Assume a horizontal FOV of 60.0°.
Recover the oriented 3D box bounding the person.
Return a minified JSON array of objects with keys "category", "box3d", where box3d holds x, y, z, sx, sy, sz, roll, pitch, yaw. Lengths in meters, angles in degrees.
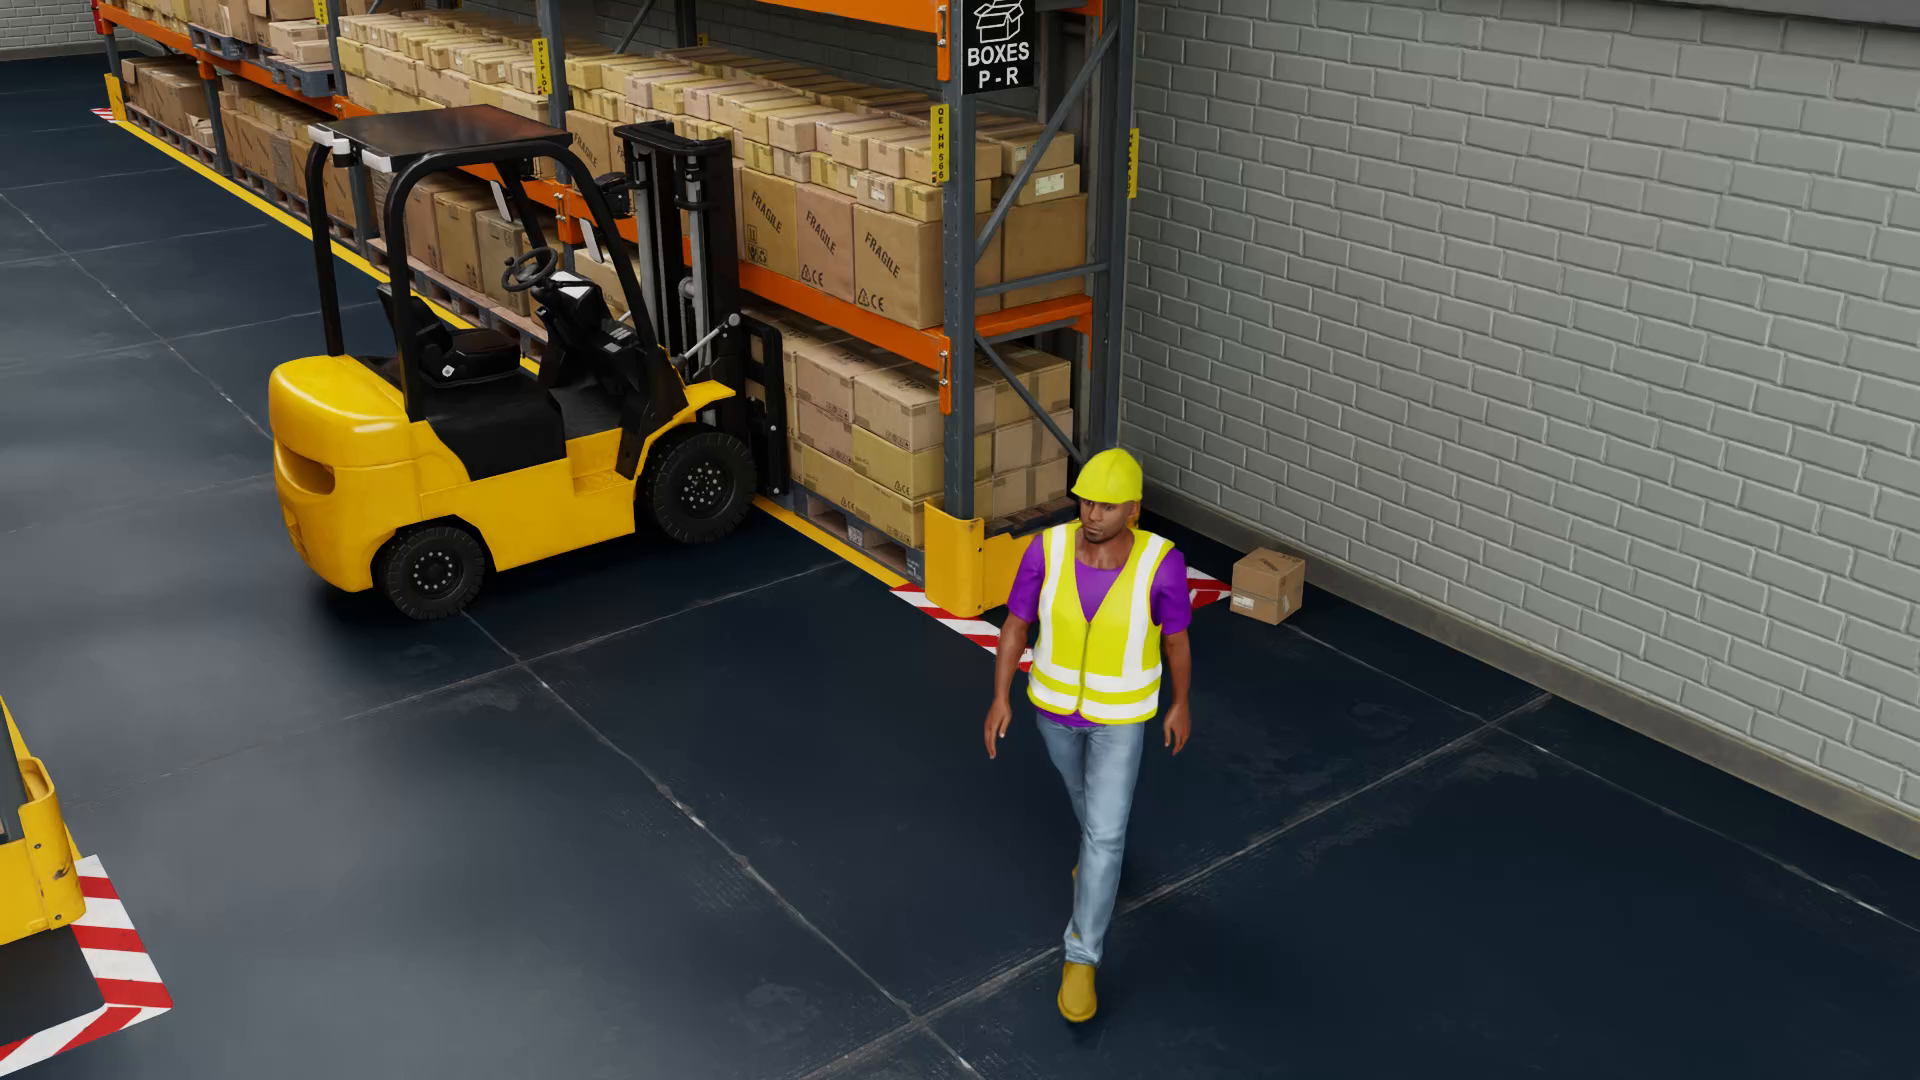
[{"category":"person","box3d":[0.397,0.549,5.348,0.609,1.711,1.002,9,26,20]}]
